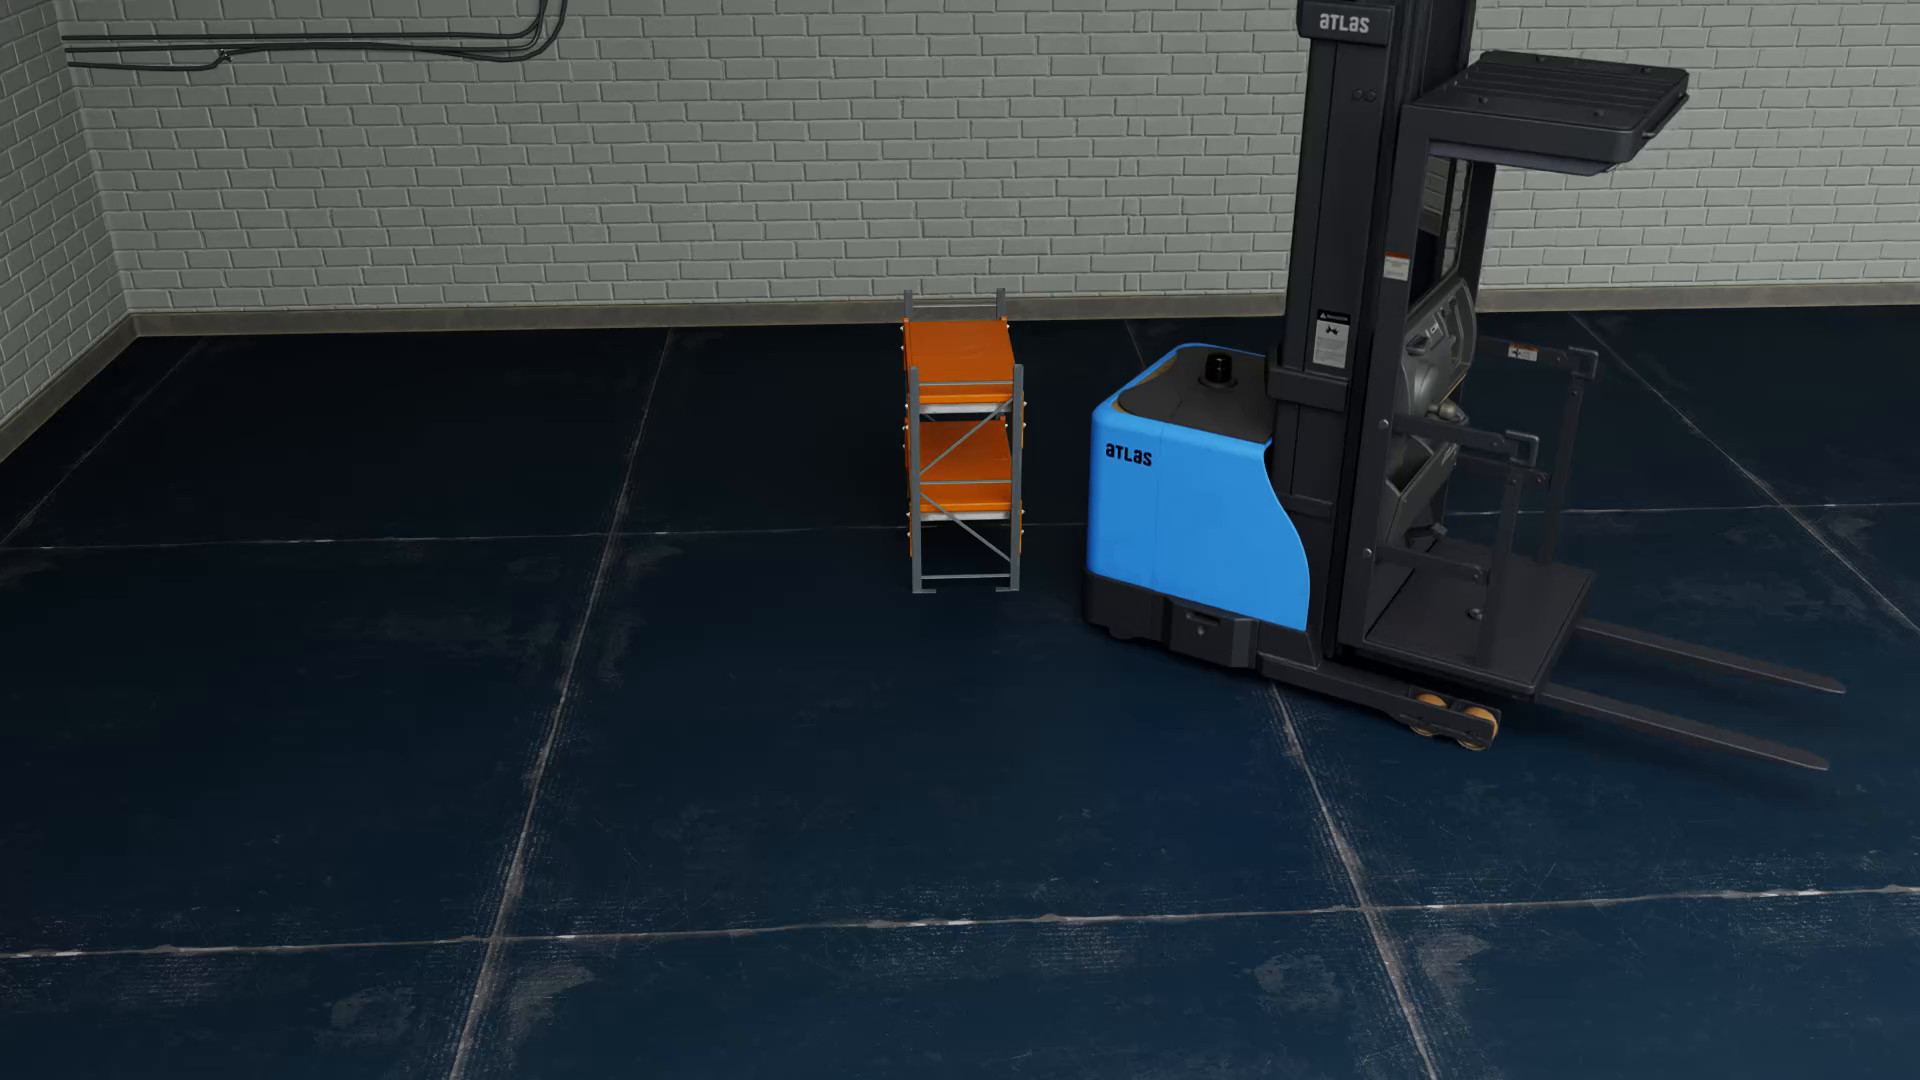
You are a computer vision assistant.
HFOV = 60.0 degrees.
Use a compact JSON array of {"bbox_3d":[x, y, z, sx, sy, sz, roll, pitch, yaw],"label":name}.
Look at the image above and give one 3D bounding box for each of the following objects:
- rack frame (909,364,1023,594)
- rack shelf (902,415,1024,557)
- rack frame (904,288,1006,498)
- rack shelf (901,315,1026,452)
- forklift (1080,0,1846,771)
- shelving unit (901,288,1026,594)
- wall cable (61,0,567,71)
[{"bbox_3d":[0.027,-0.261,7.534,0.500,1.125,0.032,-1,28,-3],"label":"rack frame"},{"bbox_3d":[0.000,-0.279,8.097,0.538,0.278,1.000,-1,28,-3],"label":"rack shelf"},{"bbox_3d":[-0.026,-0.730,8.434,0.500,1.125,0.032,-1,28,-3],"label":"rack frame"},{"bbox_3d":[0.000,-0.755,7.849,0.538,0.278,1.000,-1,28,-3],"label":"rack shelf"},{"bbox_3d":[2.071,-0.742,6.503,3.031,2.935,1.130,15,31,27],"label":"forklift"},{"bbox_3d":[0.000,-0.496,7.984,0.538,1.125,1.048,-1,28,-3],"label":"shelving unit"},{"bbox_3d":[-3.888,-3.954,9.458,3.097,2.526,0.112,-1,28,-3],"label":"wall cable"}]
